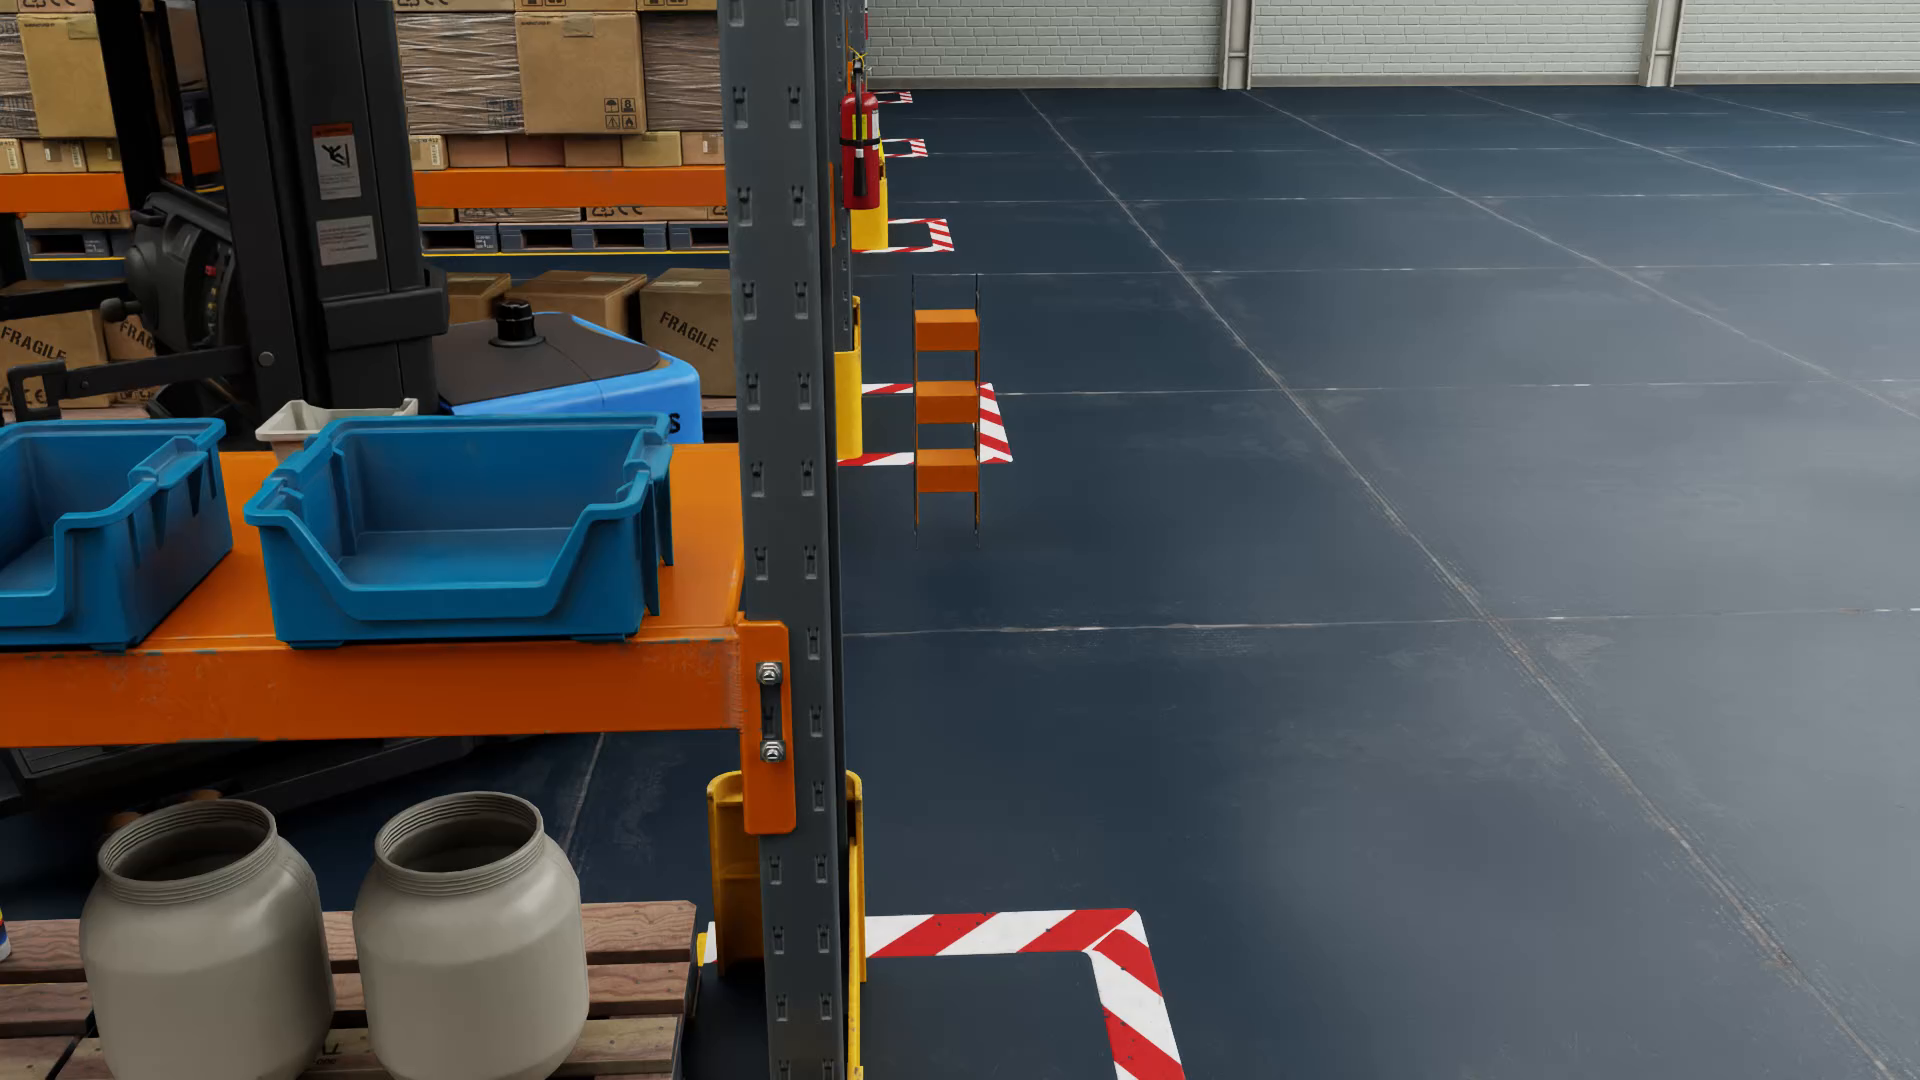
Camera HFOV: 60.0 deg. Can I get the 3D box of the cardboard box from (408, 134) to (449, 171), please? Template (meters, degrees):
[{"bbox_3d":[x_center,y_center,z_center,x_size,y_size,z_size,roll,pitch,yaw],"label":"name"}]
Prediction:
[{"bbox_3d":[-2.341,-1.712,7.254,0.250,0.149,0.380,-1,21,-3],"label":"cardboard box"}]

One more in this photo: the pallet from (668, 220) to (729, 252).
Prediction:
[{"bbox_3d":[-1.553,-2.393,12.609,1.213,0.211,1.003,-1,21,-3],"label":"pallet"}]

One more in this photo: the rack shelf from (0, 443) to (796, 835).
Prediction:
[{"bbox_3d":[-2.291,0.160,2.995,4.000,0.370,1.077,-1,21,-3],"label":"rack shelf"}]

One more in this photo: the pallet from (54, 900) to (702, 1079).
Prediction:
[{"bbox_3d":[-1.179,1.120,3.384,1.213,0.211,1.003,-1,21,-3],"label":"pallet"}]

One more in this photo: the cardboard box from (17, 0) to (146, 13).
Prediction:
[{"bbox_3d":[-3.608,-2.477,6.948,0.500,0.500,0.500,-1,21,-3],"label":"cardboard box"}]

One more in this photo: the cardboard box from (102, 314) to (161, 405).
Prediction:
[{"bbox_3d":[-3.598,-0.931,7.773,0.500,0.500,0.500,5,22,14],"label":"cardboard box"}]

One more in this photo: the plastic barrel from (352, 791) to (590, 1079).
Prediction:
[{"bbox_3d":[-0.947,0.791,3.235,0.421,0.512,0.421,0,21,0],"label":"plastic barrel"}]

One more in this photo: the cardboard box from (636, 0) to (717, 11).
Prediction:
[{"bbox_3d":[-1.112,-2.530,7.086,0.500,0.500,0.500,-1,21,-3],"label":"cardboard box"}]

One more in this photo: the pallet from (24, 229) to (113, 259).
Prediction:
[{"bbox_3d":[-6.740,-2.287,12.332,1.213,0.211,1.003,-1,21,-3],"label":"pallet"}]

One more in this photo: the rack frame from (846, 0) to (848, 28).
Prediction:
[{"bbox_3d":[-1.143,-5.496,16.841,0.127,3.000,1.000,-1,21,-3],"label":"rack frame"}]

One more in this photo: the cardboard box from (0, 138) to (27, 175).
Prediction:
[{"bbox_3d":[-4.088,-1.675,7.158,0.250,0.149,0.380,-1,21,-3],"label":"cardboard box"}]

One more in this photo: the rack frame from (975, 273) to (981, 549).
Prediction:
[{"bbox_3d":[0.068,-0.492,6.438,0.008,1.050,0.200,-1,21,-3],"label":"rack frame"}]

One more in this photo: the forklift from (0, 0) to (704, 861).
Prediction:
[{"bbox_3d":[-2.245,-0.704,4.351,3.031,2.935,1.130,-15,26,-35],"label":"forklift"}]

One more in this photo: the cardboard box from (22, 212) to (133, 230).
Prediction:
[{"bbox_3d":[-6.331,-2.741,12.175,0.750,0.750,1.050,-1,21,-3],"label":"cardboard box"}]

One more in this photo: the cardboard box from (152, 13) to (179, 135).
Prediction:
[{"bbox_3d":[-3.123,-2.111,7.392,0.500,0.500,0.875,-1,21,-3],"label":"cardboard box"}]

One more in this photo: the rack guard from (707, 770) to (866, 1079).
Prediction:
[{"bbox_3d":[-0.368,0.970,3.370,0.348,0.500,1.175,-1,21,-3],"label":"rack guard"}]

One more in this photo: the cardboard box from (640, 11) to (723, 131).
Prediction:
[{"bbox_3d":[-1.128,-2.160,7.521,0.500,0.500,0.875,-1,21,-3],"label":"cardboard box"}]

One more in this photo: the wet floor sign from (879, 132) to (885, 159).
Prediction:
[{"bbox_3d":[-0.892,-4.020,16.272,0.232,0.644,0.267,6,22,16],"label":"wet floor sign"}]

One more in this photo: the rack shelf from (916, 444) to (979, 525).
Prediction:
[{"bbox_3d":[-0.053,-0.220,6.534,0.240,0.259,0.215,-1,21,-3],"label":"rack shelf"}]

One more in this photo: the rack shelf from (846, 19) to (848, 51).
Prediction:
[{"bbox_3d":[-3.140,-5.119,16.863,4.000,0.370,1.077,-1,21,-3],"label":"rack shelf"}]

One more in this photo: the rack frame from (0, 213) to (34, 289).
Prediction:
[{"bbox_3d":[-4.571,-1.895,7.382,0.127,3.000,1.000,-1,21,-3],"label":"rack frame"}]

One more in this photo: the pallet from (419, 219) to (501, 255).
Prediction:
[{"bbox_3d":[-3.989,-2.343,12.479,1.213,0.211,1.003,-1,21,-3],"label":"pallet"}]

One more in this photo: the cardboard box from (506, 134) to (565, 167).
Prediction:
[{"bbox_3d":[-1.849,-1.761,7.384,0.250,0.149,0.380,-1,21,-3],"label":"cardboard box"}]

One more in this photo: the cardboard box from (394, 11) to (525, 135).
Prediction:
[{"bbox_3d":[-2.122,-2.113,7.396,0.500,0.500,0.875,-1,21,-3],"label":"cardboard box"}]

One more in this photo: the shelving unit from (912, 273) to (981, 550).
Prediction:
[{"bbox_3d":[-0.053,-0.490,6.431,0.252,1.050,0.215,-1,21,-3],"label":"shelving unit"}]

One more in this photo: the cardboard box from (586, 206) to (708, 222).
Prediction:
[{"bbox_3d":[-2.311,-2.887,12.385,0.875,0.875,0.875,-1,21,-4],"label":"cardboard box"}]

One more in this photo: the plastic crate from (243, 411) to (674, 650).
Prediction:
[{"bbox_3d":[-0.777,-0.030,2.694,0.616,0.251,0.499,-1,21,-3],"label":"plastic crate"}]

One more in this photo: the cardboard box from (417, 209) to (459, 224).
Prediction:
[{"bbox_3d":[-4.121,-2.850,12.286,0.875,0.875,0.875,-1,21,-2],"label":"cardboard box"}]

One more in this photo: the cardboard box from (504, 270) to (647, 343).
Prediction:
[{"bbox_3d":[-1.796,-0.973,7.883,0.500,0.500,0.500,4,21,11],"label":"cardboard box"}]

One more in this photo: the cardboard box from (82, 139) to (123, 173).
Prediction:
[{"bbox_3d":[-3.591,-1.699,7.220,0.250,0.149,0.380,-1,21,-3],"label":"cardboard box"}]

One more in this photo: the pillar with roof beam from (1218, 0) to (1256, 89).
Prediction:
[{"bbox_3d":[4.060,-8.962,17.512,0.400,9.000,9.100,-1,21,-3],"label":"pillar with roof beam"}]

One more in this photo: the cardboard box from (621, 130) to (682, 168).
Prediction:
[{"bbox_3d":[-1.346,-1.751,7.358,0.250,0.149,0.380,-1,21,-3],"label":"cardboard box"}]

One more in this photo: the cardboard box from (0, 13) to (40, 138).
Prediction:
[{"bbox_3d":[-4.118,-2.068,7.277,0.500,0.500,0.875,-1,21,-3],"label":"cardboard box"}]

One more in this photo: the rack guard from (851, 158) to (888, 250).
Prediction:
[{"bbox_3d":[-0.735,-2.572,12.674,0.348,0.500,1.175,-1,21,-3],"label":"rack guard"}]

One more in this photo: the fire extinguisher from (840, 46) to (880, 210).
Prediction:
[{"bbox_3d":[-0.436,-1.778,7.185,0.183,0.674,0.296,-1,21,-3],"label":"fire extinguisher"}]

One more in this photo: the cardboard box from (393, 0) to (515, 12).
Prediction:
[{"bbox_3d":[-2.110,-2.508,7.030,0.500,0.500,0.500,-1,21,-3],"label":"cardboard box"}]

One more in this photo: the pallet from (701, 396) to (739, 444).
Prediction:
[{"bbox_3d":[-1.466,-0.667,8.077,1.213,0.211,1.003,-1,21,-3],"label":"pallet"}]
